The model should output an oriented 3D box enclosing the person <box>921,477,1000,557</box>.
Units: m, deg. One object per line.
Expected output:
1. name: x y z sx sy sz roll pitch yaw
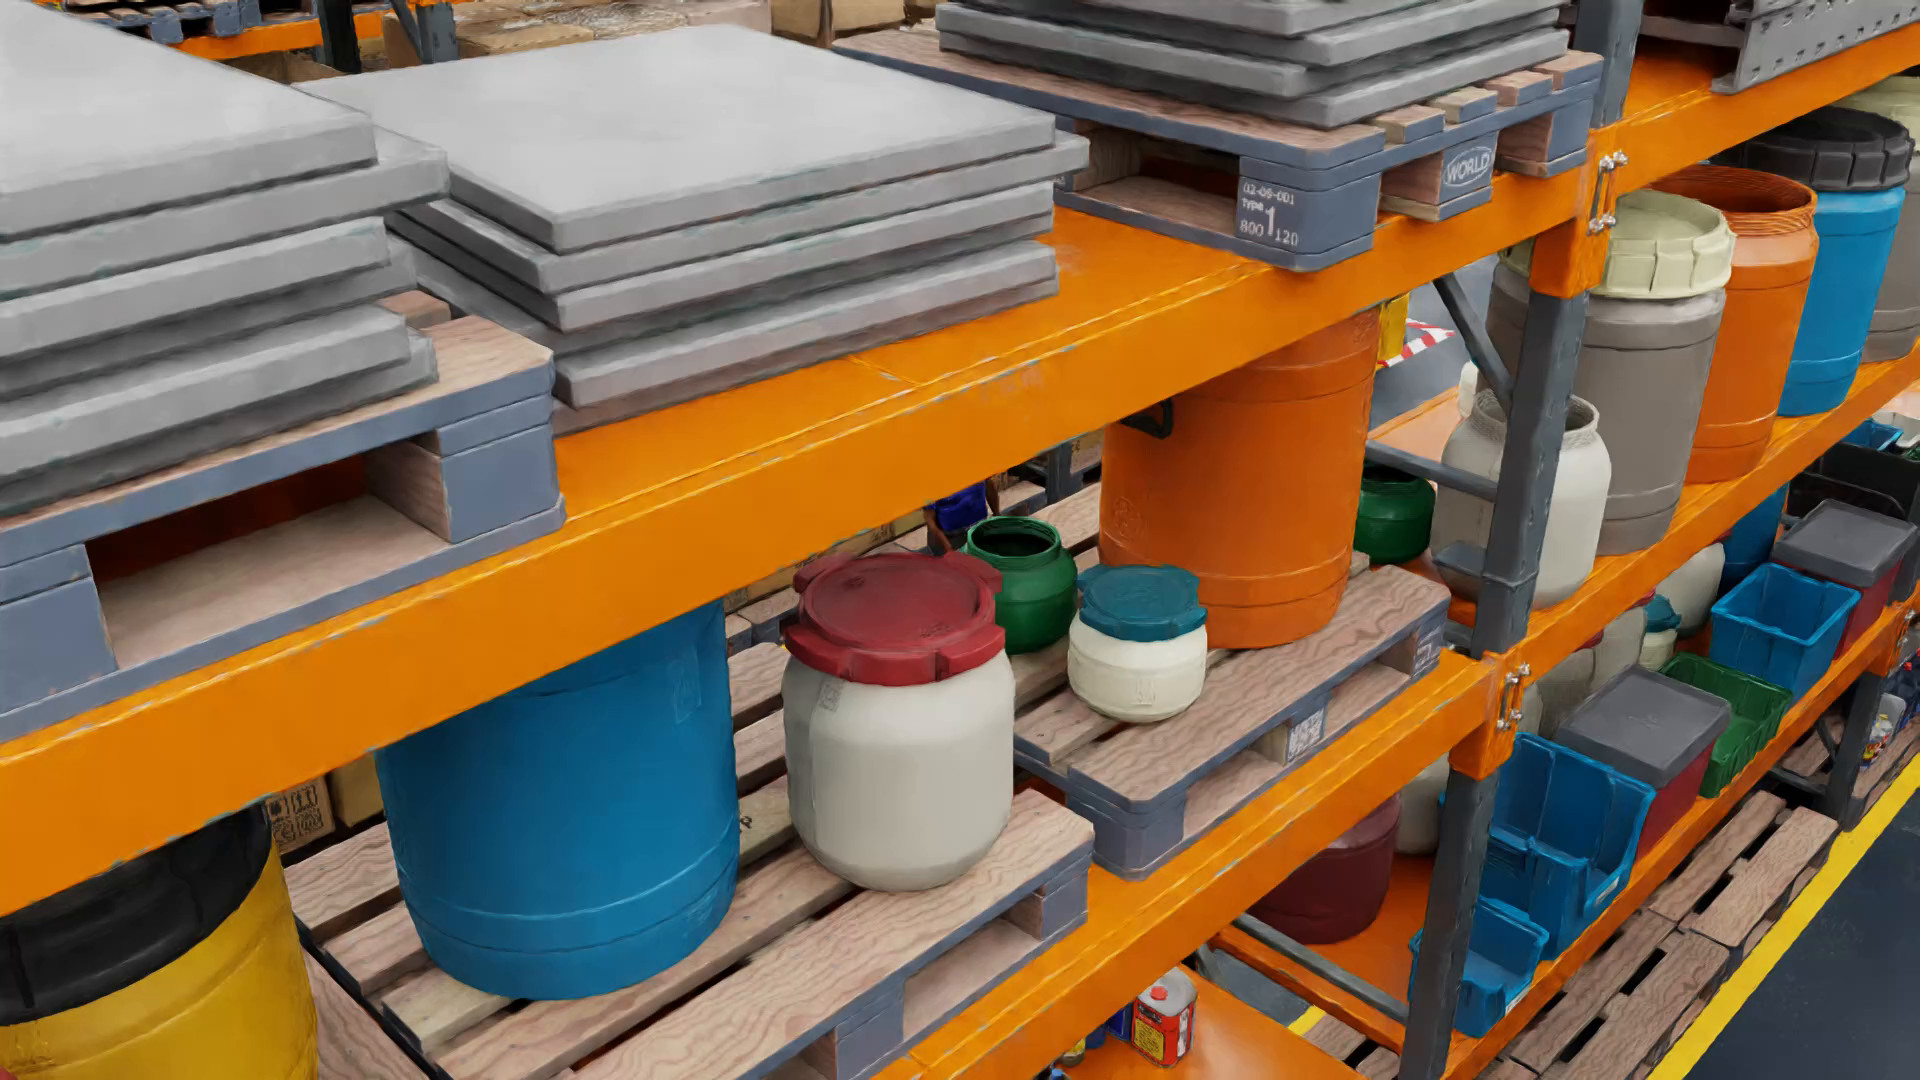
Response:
1. person: 0.036 -0.023 8.893 0.589 1.559 0.427 -12 30 -21
